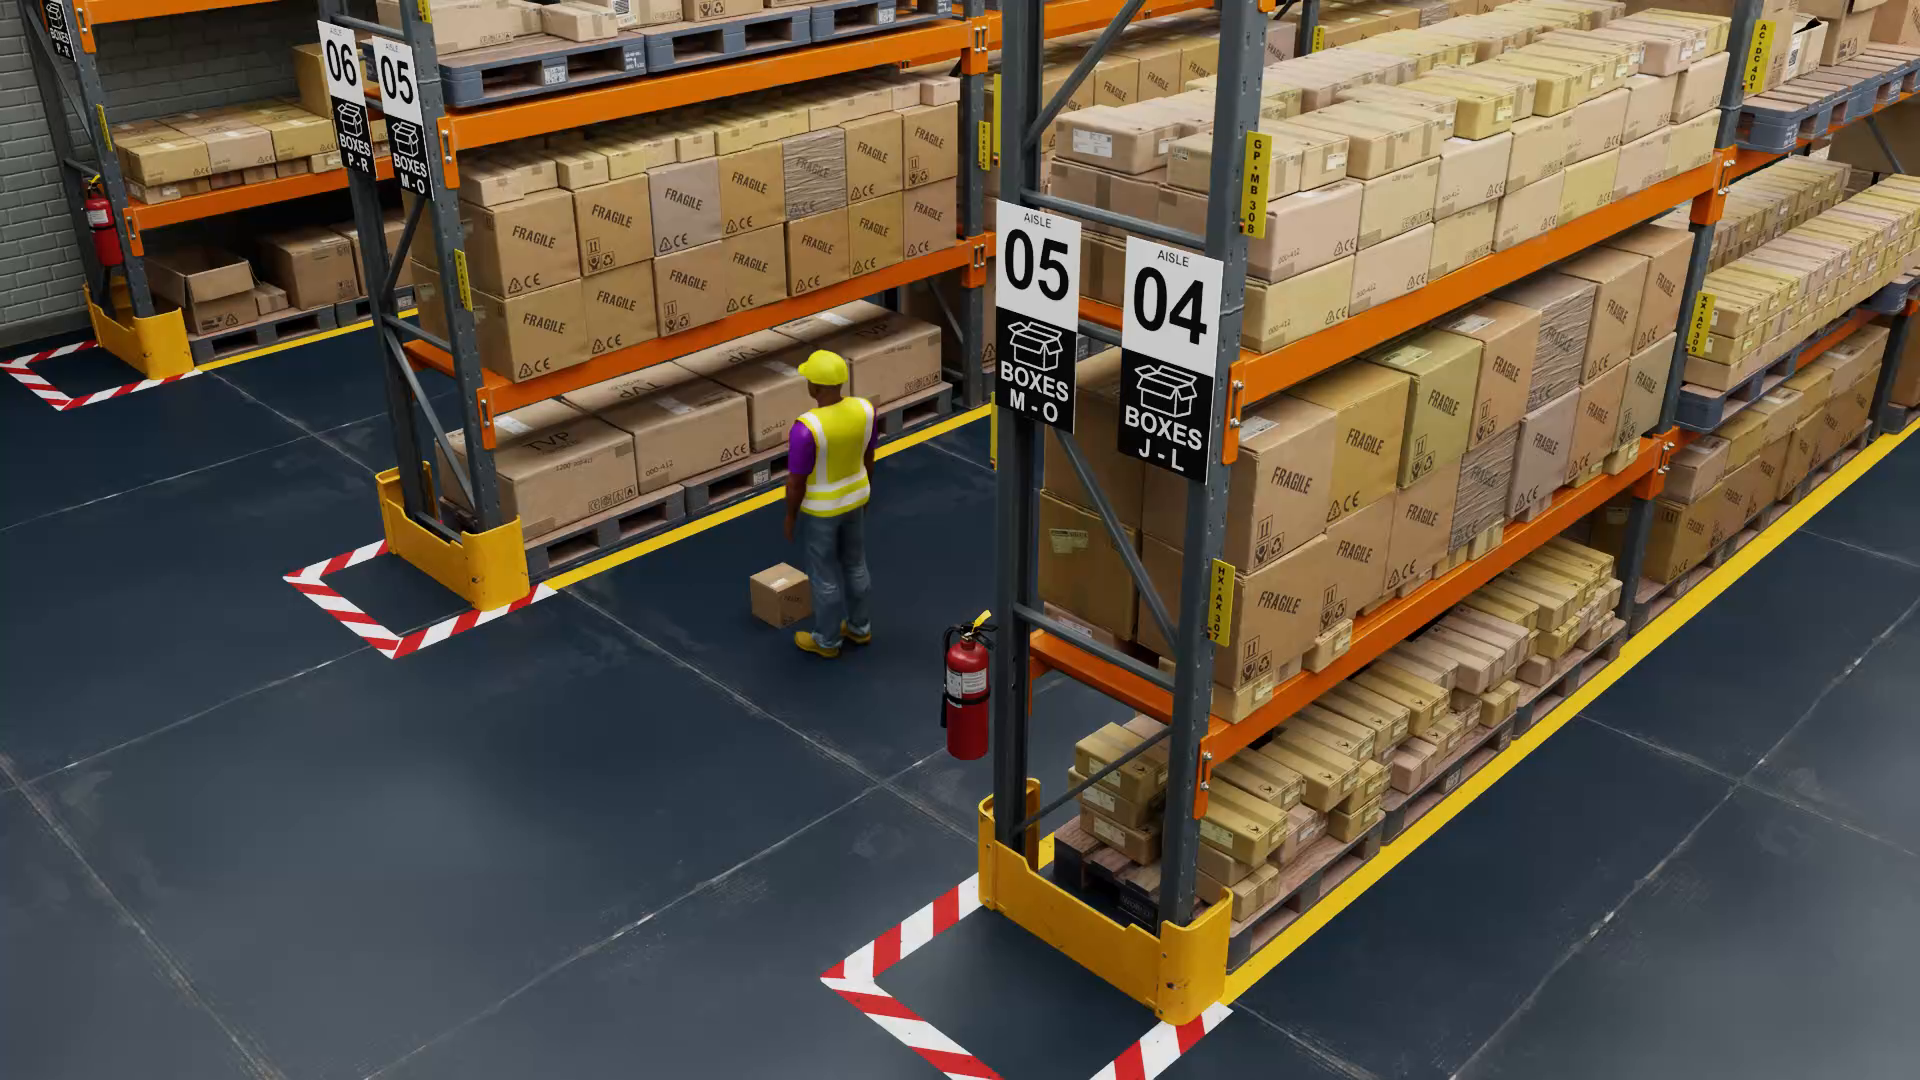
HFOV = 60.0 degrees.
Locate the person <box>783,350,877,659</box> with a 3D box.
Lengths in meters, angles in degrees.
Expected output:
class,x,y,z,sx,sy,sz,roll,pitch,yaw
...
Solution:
class,x,y,z,sx,sy,sz,roll,pitch,yaw
person,-0.710,-0.187,8.950,0.575,1.782,0.380,-24,36,-38
